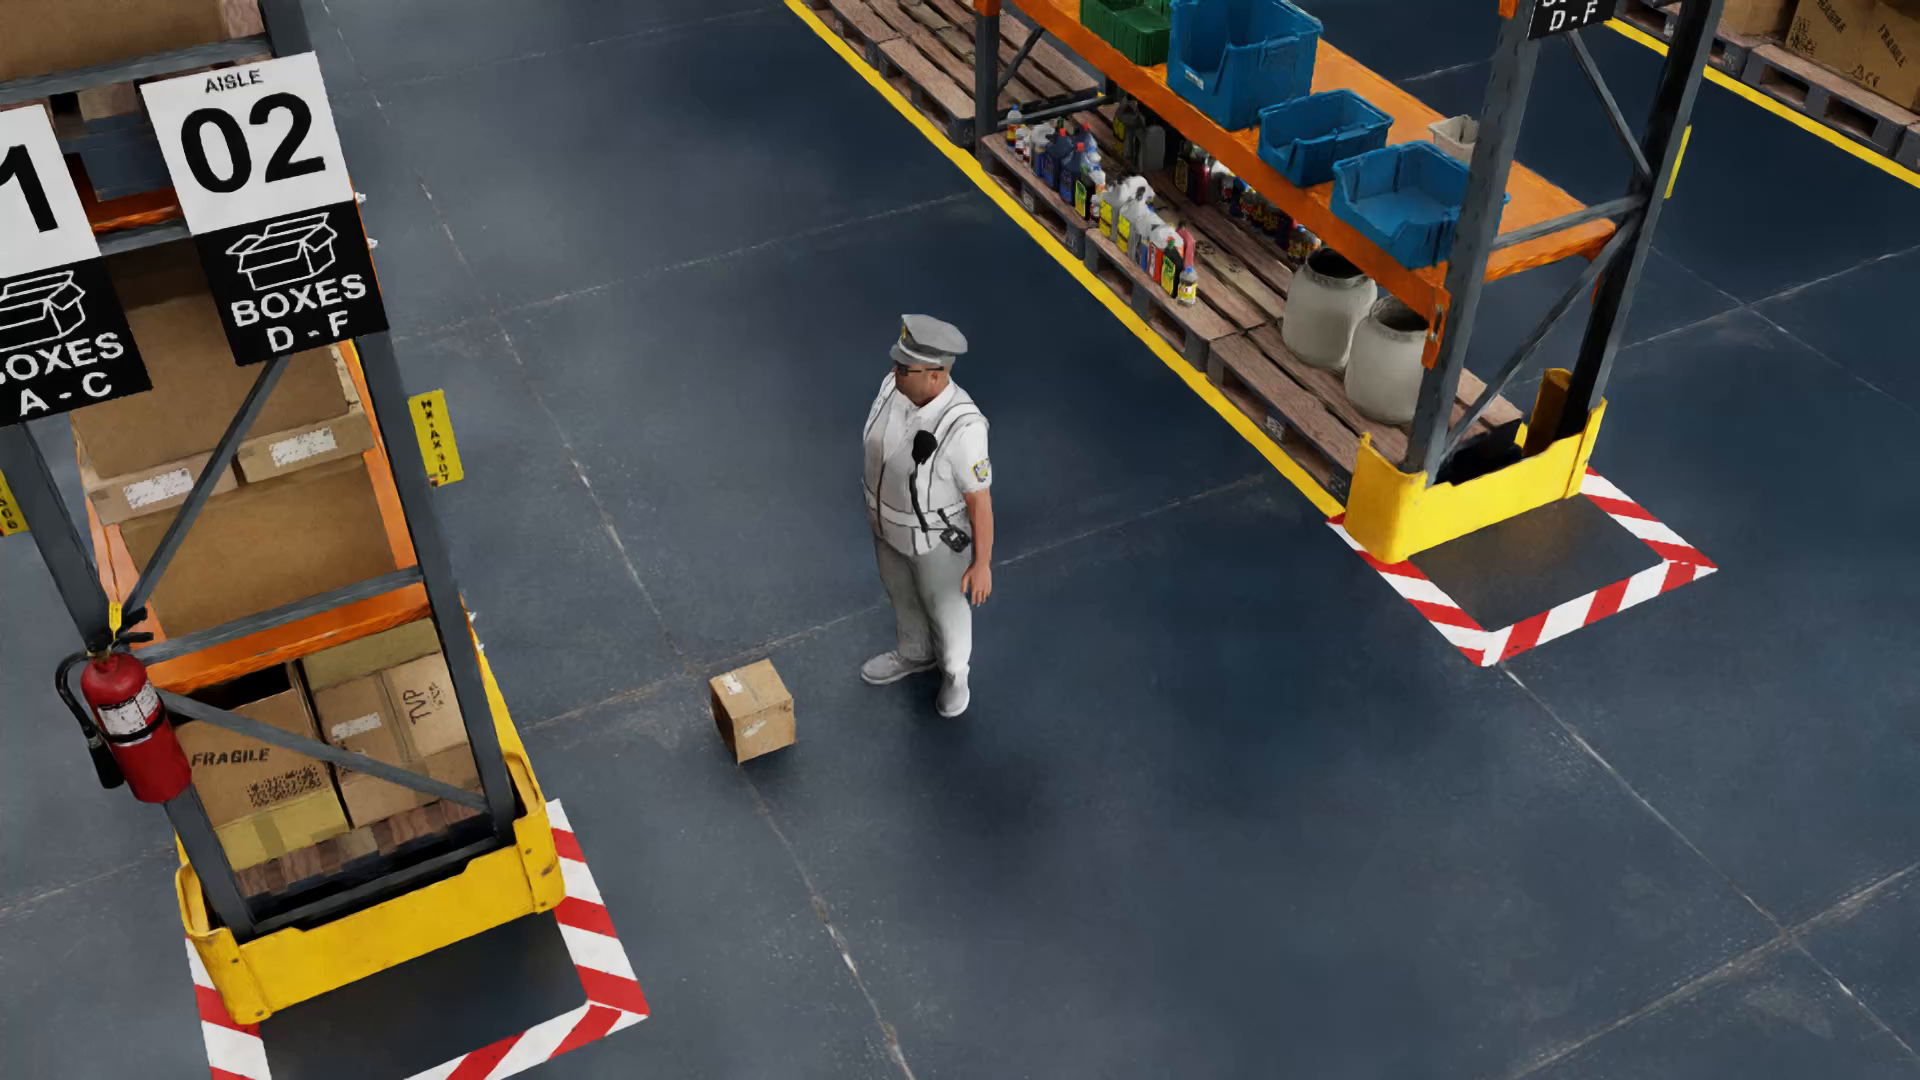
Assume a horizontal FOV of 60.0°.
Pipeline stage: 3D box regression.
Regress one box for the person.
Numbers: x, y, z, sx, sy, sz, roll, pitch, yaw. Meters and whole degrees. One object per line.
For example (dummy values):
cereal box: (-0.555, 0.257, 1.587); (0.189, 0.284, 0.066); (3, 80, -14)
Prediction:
person: (-0.126, -0.050, 6.185); (0.403, 1.778, 0.655); (-30, 49, -30)
